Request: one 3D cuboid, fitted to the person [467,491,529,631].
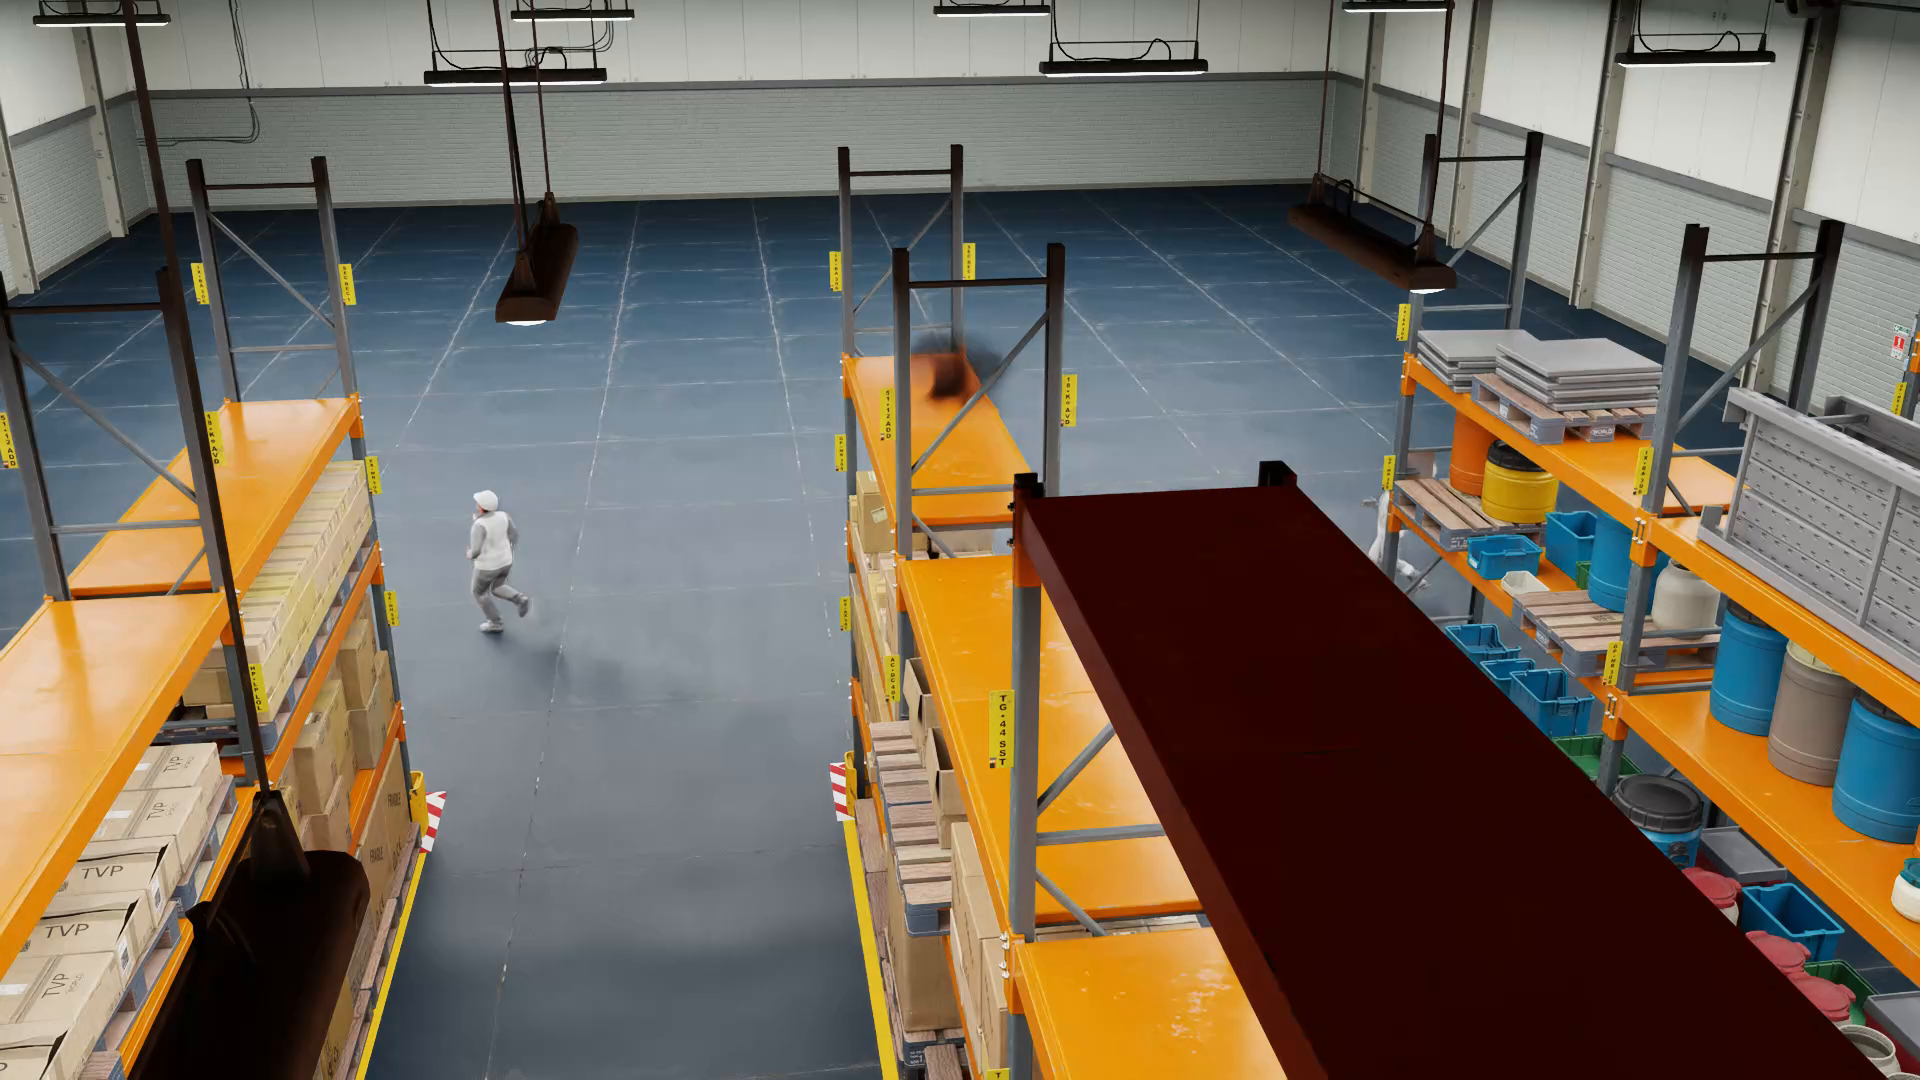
[{"bbox_3d":[-5.230,0.254,18.691,0.627,1.708,0.662,13,25,30],"label":"person"}]

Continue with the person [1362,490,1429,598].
[{"bbox_3d":[5.018,-0.074,19.355,0.993,1.766,0.662,5,22,13],"label":"person"}]
